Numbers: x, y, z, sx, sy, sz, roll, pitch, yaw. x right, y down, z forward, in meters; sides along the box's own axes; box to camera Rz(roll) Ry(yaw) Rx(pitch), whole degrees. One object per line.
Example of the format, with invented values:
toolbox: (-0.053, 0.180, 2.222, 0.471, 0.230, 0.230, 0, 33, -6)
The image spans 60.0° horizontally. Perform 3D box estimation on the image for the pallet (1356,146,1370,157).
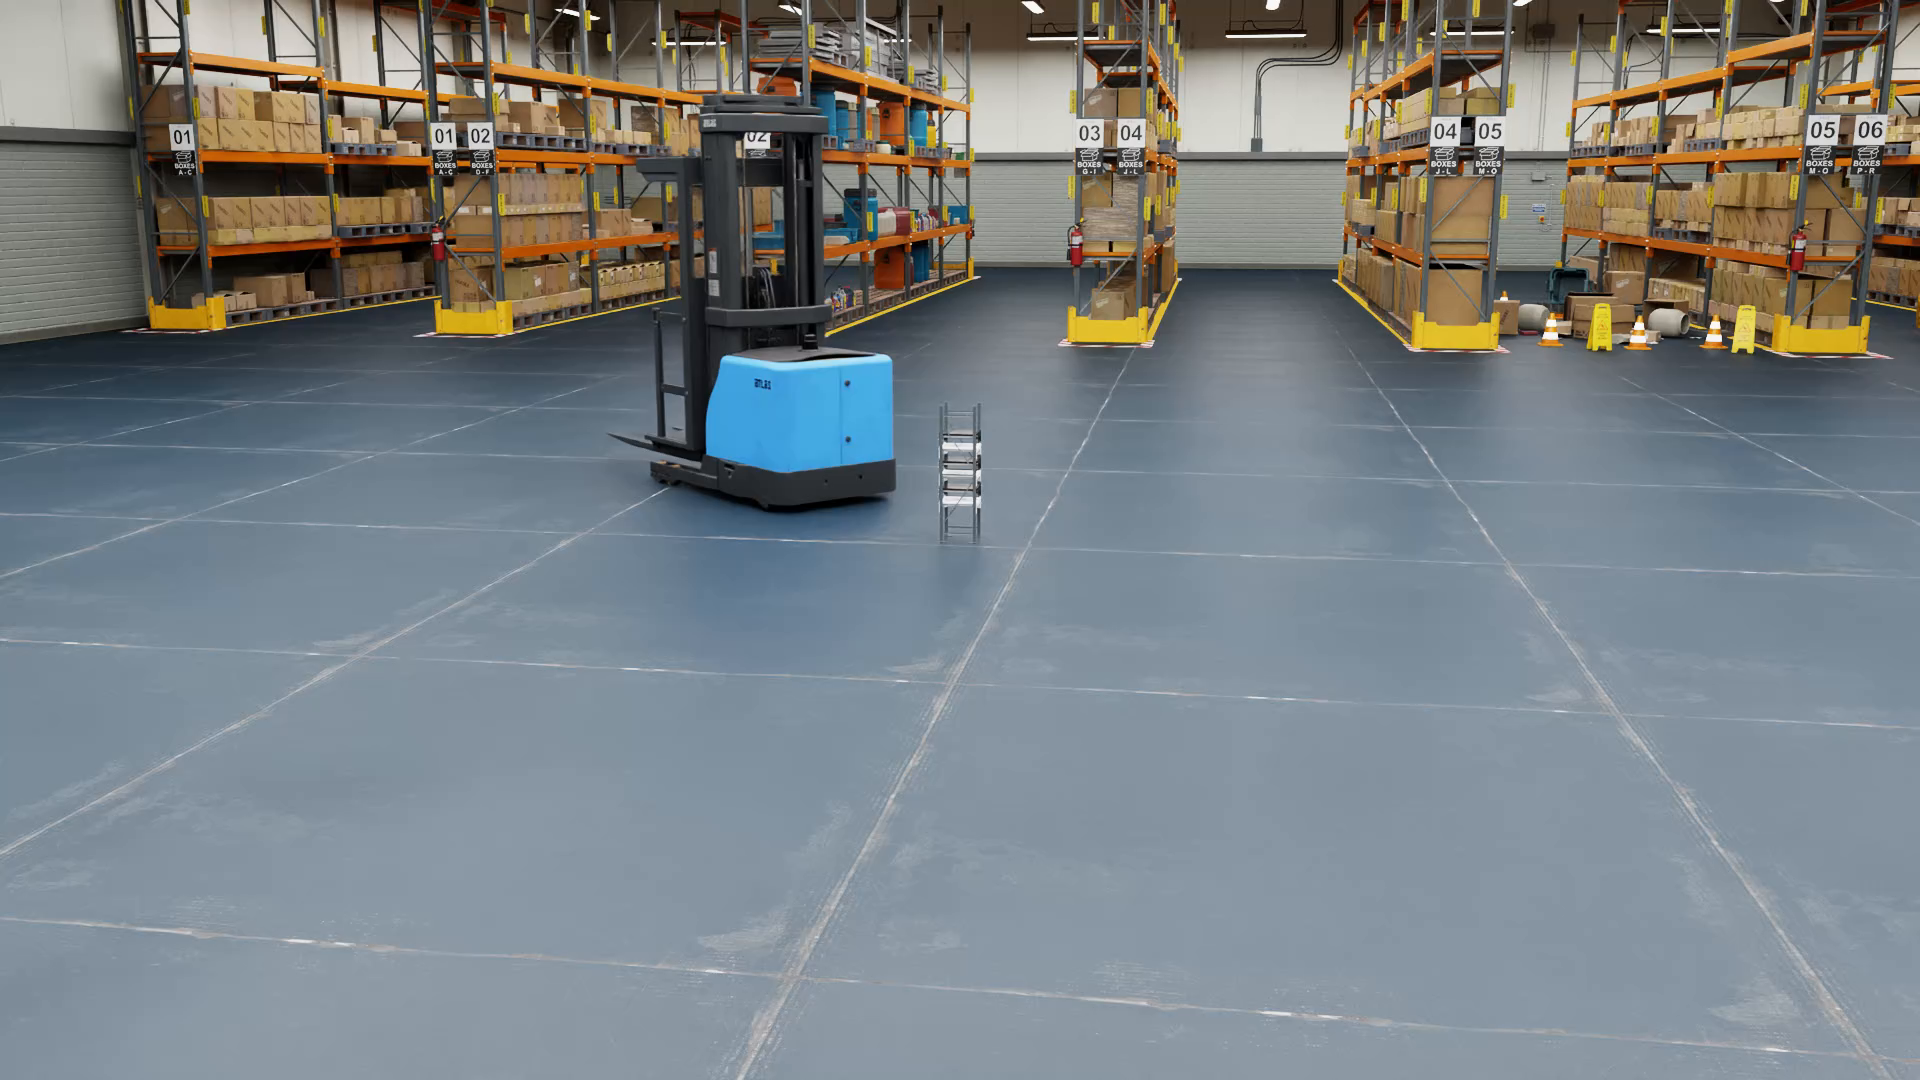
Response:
pallet: (8.552, -7.755, 33.181, 1.213, 0.211, 1.003, 2, 12, 9)

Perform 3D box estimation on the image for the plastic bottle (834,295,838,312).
plastic bottle: (-2.062, -3.906, 27.430, 0.097, 0.271, 0.097, 0, 12, 0)

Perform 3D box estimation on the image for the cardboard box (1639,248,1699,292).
cardboard box: (13.388, -5.057, 31.384, 0.875, 0.875, 0.875, 2, 12, 8)

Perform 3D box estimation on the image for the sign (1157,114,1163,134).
sign: (3.330, -6.941, 27.731, 0.100, 0.325, 0.005, 2, 12, 9)

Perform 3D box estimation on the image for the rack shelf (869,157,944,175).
rack shelf: (-1.179, -7.762, 34.476, 1.077, 0.370, 4.000, 2, 12, 9)

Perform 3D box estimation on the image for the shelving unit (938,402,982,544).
shelving unit: (0.001, -0.442, 10.906, 0.258, 0.900, 0.210, 2, 12, 9)

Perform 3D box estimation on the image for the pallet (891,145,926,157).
pallet: (-1.272, -7.761, 33.212, 1.003, 0.211, 1.213, 2, 12, 9)

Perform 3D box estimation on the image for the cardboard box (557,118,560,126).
cardboard box: (-9.976, -9.966, 40.338, 0.500, 0.500, 0.500, 2, 12, 10)

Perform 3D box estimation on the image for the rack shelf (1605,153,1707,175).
rack shelf: (13.507, -7.280, 32.241, 1.077, 0.370, 4.000, 2, 12, 9)

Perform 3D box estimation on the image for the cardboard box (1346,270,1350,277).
cardboard box: (8.919, -6.003, 37.497, 0.380, 0.149, 0.250, 1, 12, 6)

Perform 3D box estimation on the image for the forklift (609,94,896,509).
forklift: (-1.788, -1.913, 12.913, 1.130, 2.935, 3.031, -9, 15, -37)

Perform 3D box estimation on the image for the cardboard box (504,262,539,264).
cardboard box: (-7.530, -4.492, 28.469, 0.500, 0.500, 0.500, 2, 12, 9)

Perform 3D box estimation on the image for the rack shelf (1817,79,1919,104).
rack shelf: (19.028, -9.417, 35.047, 1.077, 0.370, 4.000, 2, 12, 9)

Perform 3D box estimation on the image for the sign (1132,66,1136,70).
sign: (4.091, -11.221, 39.110, 0.100, 0.325, 0.005, 2, 12, 9)

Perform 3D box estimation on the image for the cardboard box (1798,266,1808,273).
cardboard box: (19.148, -6.115, 37.177, 0.797, 0.503, 0.637, 1, 12, 6)

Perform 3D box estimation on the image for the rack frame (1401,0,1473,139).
rack frame: (7.678, -7.988, 26.701, 1.000, 3.000, 0.127, 2, 12, 9)

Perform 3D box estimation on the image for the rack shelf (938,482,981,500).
rack shelf: (0.001, -0.321, 10.932, 0.258, 0.077, 0.200, 2, 12, 9)

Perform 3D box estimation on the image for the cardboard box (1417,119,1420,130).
cardboard box: (6.935, -6.113, 24.480, 0.380, 0.149, 0.250, 2, 12, 8)

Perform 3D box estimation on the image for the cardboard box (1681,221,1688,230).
cardboard box: (12.670, -5.435, 28.692, 0.380, 0.149, 0.250, 2, 12, 10)

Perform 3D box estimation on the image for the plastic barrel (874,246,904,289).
plastic barrel: (-1.428, -5.477, 33.444, 0.600, 0.830, 0.708, 2, 12, 9)

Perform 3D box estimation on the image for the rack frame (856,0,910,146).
rack frame: (-1.486, -9.163, 32.152, 1.000, 3.000, 0.127, 2, 12, 9)

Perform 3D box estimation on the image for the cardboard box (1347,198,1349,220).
cardboard box: (9.124, -7.551, 37.969, 0.500, 0.500, 0.500, 2, 12, 9)

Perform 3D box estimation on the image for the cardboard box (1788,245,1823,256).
cardboard box: (11.815, -4.046, 23.242, 0.380, 0.149, 0.250, 2, 12, 11)

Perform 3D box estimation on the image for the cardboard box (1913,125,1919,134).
cardboard box: (18.065, -7.674, 31.063, 0.380, 0.149, 0.250, 2, 12, 9)

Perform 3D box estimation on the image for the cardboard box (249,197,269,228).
cardboard box: (-11.964, -5.489, 27.871, 0.500, 0.500, 0.500, 1, 12, 7)

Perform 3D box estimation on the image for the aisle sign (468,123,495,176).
aisle sign: (-7.318, -5.974, 25.422, 0.394, 0.787, 0.004, 2, 12, 9)

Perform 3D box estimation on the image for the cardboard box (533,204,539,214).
cardboard box: (-7.141, -5.435, 27.317, 0.380, 0.149, 0.250, 2, 12, 8)

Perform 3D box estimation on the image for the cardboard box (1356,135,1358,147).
cardboard box: (8.895, -8.679, 36.196, 0.500, 0.250, 0.500, 2, 12, 11)

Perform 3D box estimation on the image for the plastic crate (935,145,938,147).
plastic crate: (-0.763, -9.023, 38.768, 0.504, 0.338, 0.767, 2, 12, 9)

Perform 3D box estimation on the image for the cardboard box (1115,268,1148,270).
cardboard box: (3.252, -4.807, 31.069, 0.700, 0.500, 0.500, 1, 12, 4)

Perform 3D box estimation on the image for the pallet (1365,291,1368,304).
pallet: (8.415, -4.688, 32.245, 1.003, 0.211, 1.213, 2, 12, 9)

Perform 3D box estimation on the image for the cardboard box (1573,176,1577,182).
cardboard box: (13.979, -8.097, 37.294, 0.380, 0.149, 0.250, 2, 12, 10)

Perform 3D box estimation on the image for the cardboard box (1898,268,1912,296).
cardboard box: (18.123, -4.880, 31.455, 0.500, 0.500, 0.500, 2, 12, 11)

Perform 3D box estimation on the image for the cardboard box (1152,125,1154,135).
cardboard box: (2.926, -6.582, 26.706, 0.380, 0.149, 0.250, 1, 12, 7)

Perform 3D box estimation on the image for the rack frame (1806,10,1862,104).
rack frame: (19.335, -10.187, 36.903, 1.000, 3.000, 0.127, 2, 12, 9)

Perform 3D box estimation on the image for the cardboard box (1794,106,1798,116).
cardboard box: (11.807, -5.949, 23.063, 0.380, 0.149, 0.250, 2, 12, 10)

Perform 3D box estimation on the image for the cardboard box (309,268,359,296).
cardboard box: (-11.794, -4.866, 31.341, 0.700, 0.500, 0.500, 2, 12, 11)

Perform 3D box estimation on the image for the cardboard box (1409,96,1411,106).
cardboard box: (7.131, -6.766, 25.619, 0.380, 0.149, 0.250, 2, 12, 9)

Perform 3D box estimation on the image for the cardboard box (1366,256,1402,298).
cardboard box: (8.110, -4.870, 30.815, 1.050, 0.750, 0.750, 2, 12, 8)

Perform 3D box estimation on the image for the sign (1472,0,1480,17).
sign: (8.222, -8.499, 26.478, 0.100, 0.325, 0.005, 2, 12, 9)

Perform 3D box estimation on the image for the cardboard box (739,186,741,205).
cardboard box: (-5.336, -7.959, 38.192, 0.500, 0.500, 0.500, 1, 12, 7)

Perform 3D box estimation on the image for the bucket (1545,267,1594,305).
bucket: (9.935, -4.096, 27.039, 0.726, 0.611, 0.620, 7, 4, 28)

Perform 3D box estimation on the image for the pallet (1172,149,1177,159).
pallet: (4.534, -9.004, 38.742, 1.003, 0.211, 1.213, 2, 12, 9)

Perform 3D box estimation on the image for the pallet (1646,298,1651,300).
pallet: (13.078, -4.223, 30.089, 1.003, 0.211, 1.213, 2, 12, 9)

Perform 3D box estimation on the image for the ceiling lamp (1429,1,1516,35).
ceiling lamp: (12.447, -13.838, 39.987, 2.000, 3.185, 0.800, 2, 12, 9)

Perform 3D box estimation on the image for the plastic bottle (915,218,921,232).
plastic bottle: (-0.887, -6.538, 34.506, 0.152, 0.276, 0.135, 2, 12, 9)

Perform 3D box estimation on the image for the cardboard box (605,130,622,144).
cardboard box: (-6.641, -7.554, 31.162, 0.500, 0.250, 0.500, 1, 12, 4)

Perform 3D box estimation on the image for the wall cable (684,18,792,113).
wall cable: (-6.149, -13.179, 46.167, 3.097, 2.526, 0.112, 2, 12, 9)

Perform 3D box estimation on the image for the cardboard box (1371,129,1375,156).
cardboard box: (8.194, -7.635, 31.945, 0.500, 0.500, 0.500, 2, 12, 9)

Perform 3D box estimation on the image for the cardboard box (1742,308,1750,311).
cardboard box: (11.990, -3.339, 24.895, 0.500, 0.250, 0.500, 1, 12, 7)

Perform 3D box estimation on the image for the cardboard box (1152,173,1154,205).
cardboard box: (2.842, -5.610, 26.587, 0.500, 0.500, 0.500, 2, 12, 9)

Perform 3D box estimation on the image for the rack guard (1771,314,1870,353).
rack guard: (11.981, -2.878, 23.159, 1.175, 0.500, 0.348, 2, 12, 9)

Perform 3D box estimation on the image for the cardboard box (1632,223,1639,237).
cardboard box: (13.084, -5.896, 31.589, 0.500, 0.250, 0.500, 2, 12, 10)

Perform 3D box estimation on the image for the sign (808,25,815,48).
sign: (-2.174, -7.377, 24.360, 0.100, 0.325, 0.005, 2, 12, 9)

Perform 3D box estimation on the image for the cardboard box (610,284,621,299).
cardboard box: (-6.609, -4.603, 30.760, 0.500, 0.250, 0.500, 2, 12, 10)
